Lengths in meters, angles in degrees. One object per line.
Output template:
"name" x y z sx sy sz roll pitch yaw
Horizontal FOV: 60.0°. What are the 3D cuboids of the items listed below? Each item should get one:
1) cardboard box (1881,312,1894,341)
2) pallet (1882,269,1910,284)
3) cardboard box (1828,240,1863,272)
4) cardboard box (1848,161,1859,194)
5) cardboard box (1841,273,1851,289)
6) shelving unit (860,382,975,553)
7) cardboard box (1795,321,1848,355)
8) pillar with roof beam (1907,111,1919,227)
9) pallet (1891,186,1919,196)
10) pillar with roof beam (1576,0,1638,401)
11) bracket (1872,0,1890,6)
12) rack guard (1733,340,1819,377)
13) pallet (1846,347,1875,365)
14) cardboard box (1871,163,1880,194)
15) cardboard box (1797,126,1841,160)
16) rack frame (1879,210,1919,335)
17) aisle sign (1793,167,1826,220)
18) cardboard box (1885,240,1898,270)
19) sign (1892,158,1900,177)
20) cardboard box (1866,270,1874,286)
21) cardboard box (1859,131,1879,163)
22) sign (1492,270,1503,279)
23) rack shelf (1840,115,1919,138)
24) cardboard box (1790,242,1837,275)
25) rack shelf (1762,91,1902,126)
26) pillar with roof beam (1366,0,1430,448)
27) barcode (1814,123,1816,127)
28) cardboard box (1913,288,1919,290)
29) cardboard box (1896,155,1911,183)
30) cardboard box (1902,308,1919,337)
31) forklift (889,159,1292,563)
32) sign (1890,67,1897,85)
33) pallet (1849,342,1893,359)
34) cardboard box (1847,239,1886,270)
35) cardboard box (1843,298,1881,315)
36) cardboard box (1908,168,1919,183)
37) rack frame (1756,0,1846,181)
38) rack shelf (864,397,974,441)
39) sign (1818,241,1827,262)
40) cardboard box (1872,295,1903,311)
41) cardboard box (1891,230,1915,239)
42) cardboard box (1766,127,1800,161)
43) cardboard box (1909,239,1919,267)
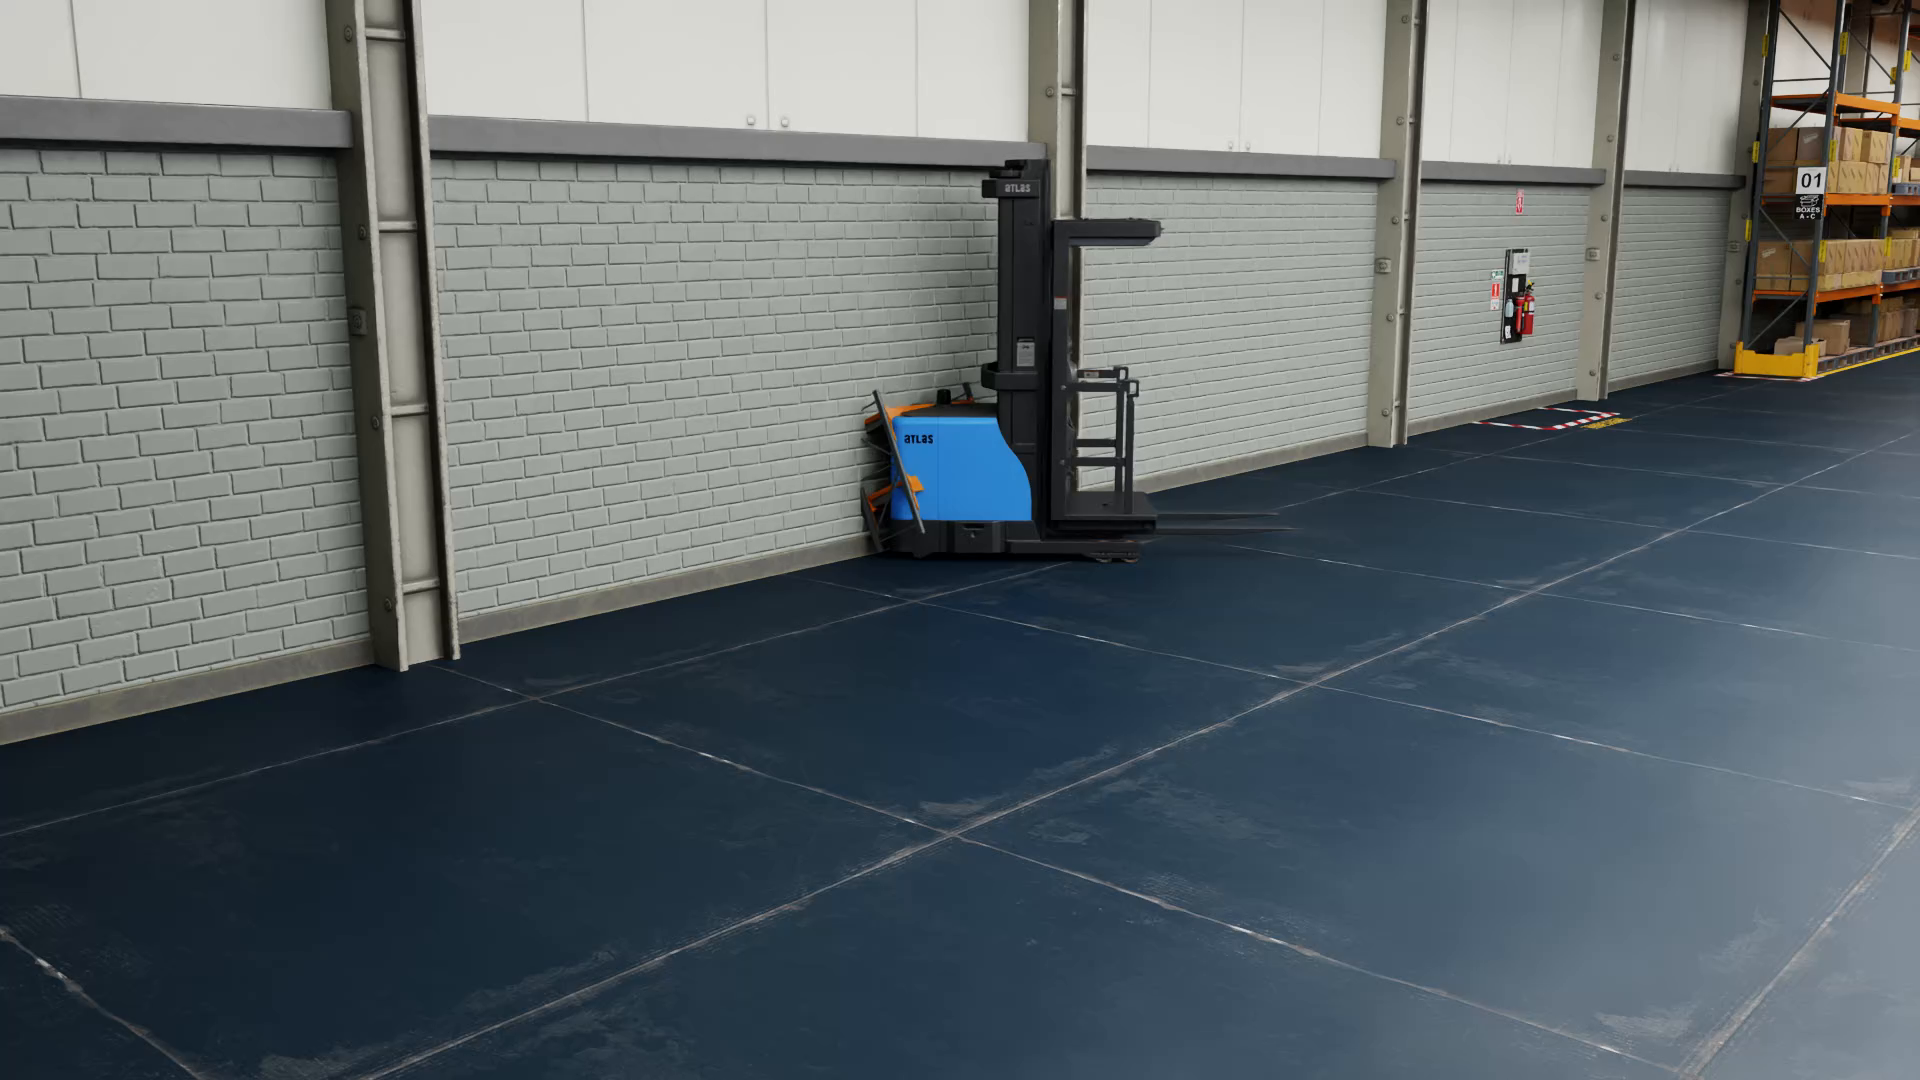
"cardboard box" 16.644 -3.928 30.477 0.700 0.500 0.500 10 15 41
"pallet" 16.113 -4.675 29.447 1.003 0.211 1.213 10 15 40
"cardboard box" 14.411 -4.646 27.232 0.500 0.500 0.500 10 15 42
"cardboard box" 13.989 -5.785 26.550 0.500 0.500 0.500 11 16 43
"cardboard box" 14.093 -4.206 26.943 0.500 0.250 0.500 9 15 39
"shelving unit" -0.276 -0.571 12.766 0.538 1.125 1.048 -24 -8 41
"cardboard box" 14.282 -3.352 27.594 0.700 0.500 0.500 9 14 37
"pillar with roof beam" 23.827 -8.452 32.554 9.100 9.000 0.400 10 15 40
"pallet" 16.669 -6.284 29.836 1.213 0.211 1.003 10 15 40
"pillar with roof beam" 11.945 -5.804 19.295 9.100 9.000 0.400 10 15 40
"bracket" 16.625 -9.784 30.033 0.235 0.232 0.430 10 15 40
"rack guard" 12.909 -2.872 26.314 1.175 0.500 0.348 10 15 40
"pallet" 15.083 -3.204 28.715 1.003 0.211 1.213 10 15 40
"cardboard box" 15.008 -6.026 27.758 0.500 0.500 0.500 8 14 36
"cardboard box" 13.296 -6.132 25.736 0.500 0.500 0.500 8 14 36
"rack frame" 18.140 -5.264 31.906 1.000 3.000 0.127 10 15 40
"aisle sign" 13.037 -5.312 25.511 0.394 0.787 0.004 10 15 40
"cardboard box" 16.235 -5.092 29.667 0.500 0.500 0.700 -10 15 -42
"sign" 15.912 -6.331 28.270 0.100 0.325 0.005 10 15 40
"cardboard box" 15.080 -4.430 28.066 0.500 0.250 0.500 10 15 41
"cardboard box" 14.682 -6.426 27.210 0.500 0.500 0.500 9 14 38
"sign" 6.618 -3.269 20.475 0.001 0.109 0.331 10 15 40
"rack shelf" 16.820 -7.362 29.955 1.077 0.370 4.000 10 15 40
"cardboard box" 13.400 -4.422 26.110 0.500 0.500 0.500 10 15 40
"rack shelf" 14.179 -6.968 26.970 1.077 0.370 4.000 10 15 40
"pillar with roof beam" 7.984 -4.921 14.875 9.100 9.000 0.400 10 15 40
"barcode" 14.259 -6.929 27.734 0.001 0.075 0.075 10 15 40
"cardboard box" 19.307 -4.635 33.174 0.750 0.750 0.750 10 15 40
"cardboard box" 16.735 -6.653 29.874 0.500 0.500 0.500 9 14 38
"cardboard box" 17.704 -4.141 31.544 0.700 0.500 0.500 10 15 41
"forklift" 0.992 -1.374 12.606 3.031 2.935 1.130 0 11 1
"sign" 17.721 -8.812 31.568 0.100 0.325 0.005 10 15 40
"pallet" 16.012 -3.422 29.807 1.003 0.211 1.213 10 15 40
"cardboard box" 15.420 -4.870 28.351 0.500 0.500 0.500 10 15 40
"cardboard box" 16.261 -4.208 29.968 0.500 0.250 0.500 9 15 39
"cardboard box" 17.215 -6.616 30.705 0.637 0.503 0.797 -10 15 -40
"rack frame" 12.859 -7.028 25.426 1.000 3.000 0.127 10 15 40
"rack shelf" -0.366 -0.847 12.798 0.538 0.278 1.000 -24 -8 41
"sign" 13.267 -4.441 25.577 0.100 0.325 0.005 10 15 40
"cardboard box" 17.281 -4.433 31.091 0.500 0.250 0.500 10 15 41
"cardboard box" 17.734 -5.743 31.270 0.380 0.149 0.250 7 13 31
"cardboard box" 12.947 -6.204 26.097 0.500 0.500 0.500 11 15 43
"cardboard box" 17.489 -5.372 31.071 0.700 0.500 0.500 8 14 35
